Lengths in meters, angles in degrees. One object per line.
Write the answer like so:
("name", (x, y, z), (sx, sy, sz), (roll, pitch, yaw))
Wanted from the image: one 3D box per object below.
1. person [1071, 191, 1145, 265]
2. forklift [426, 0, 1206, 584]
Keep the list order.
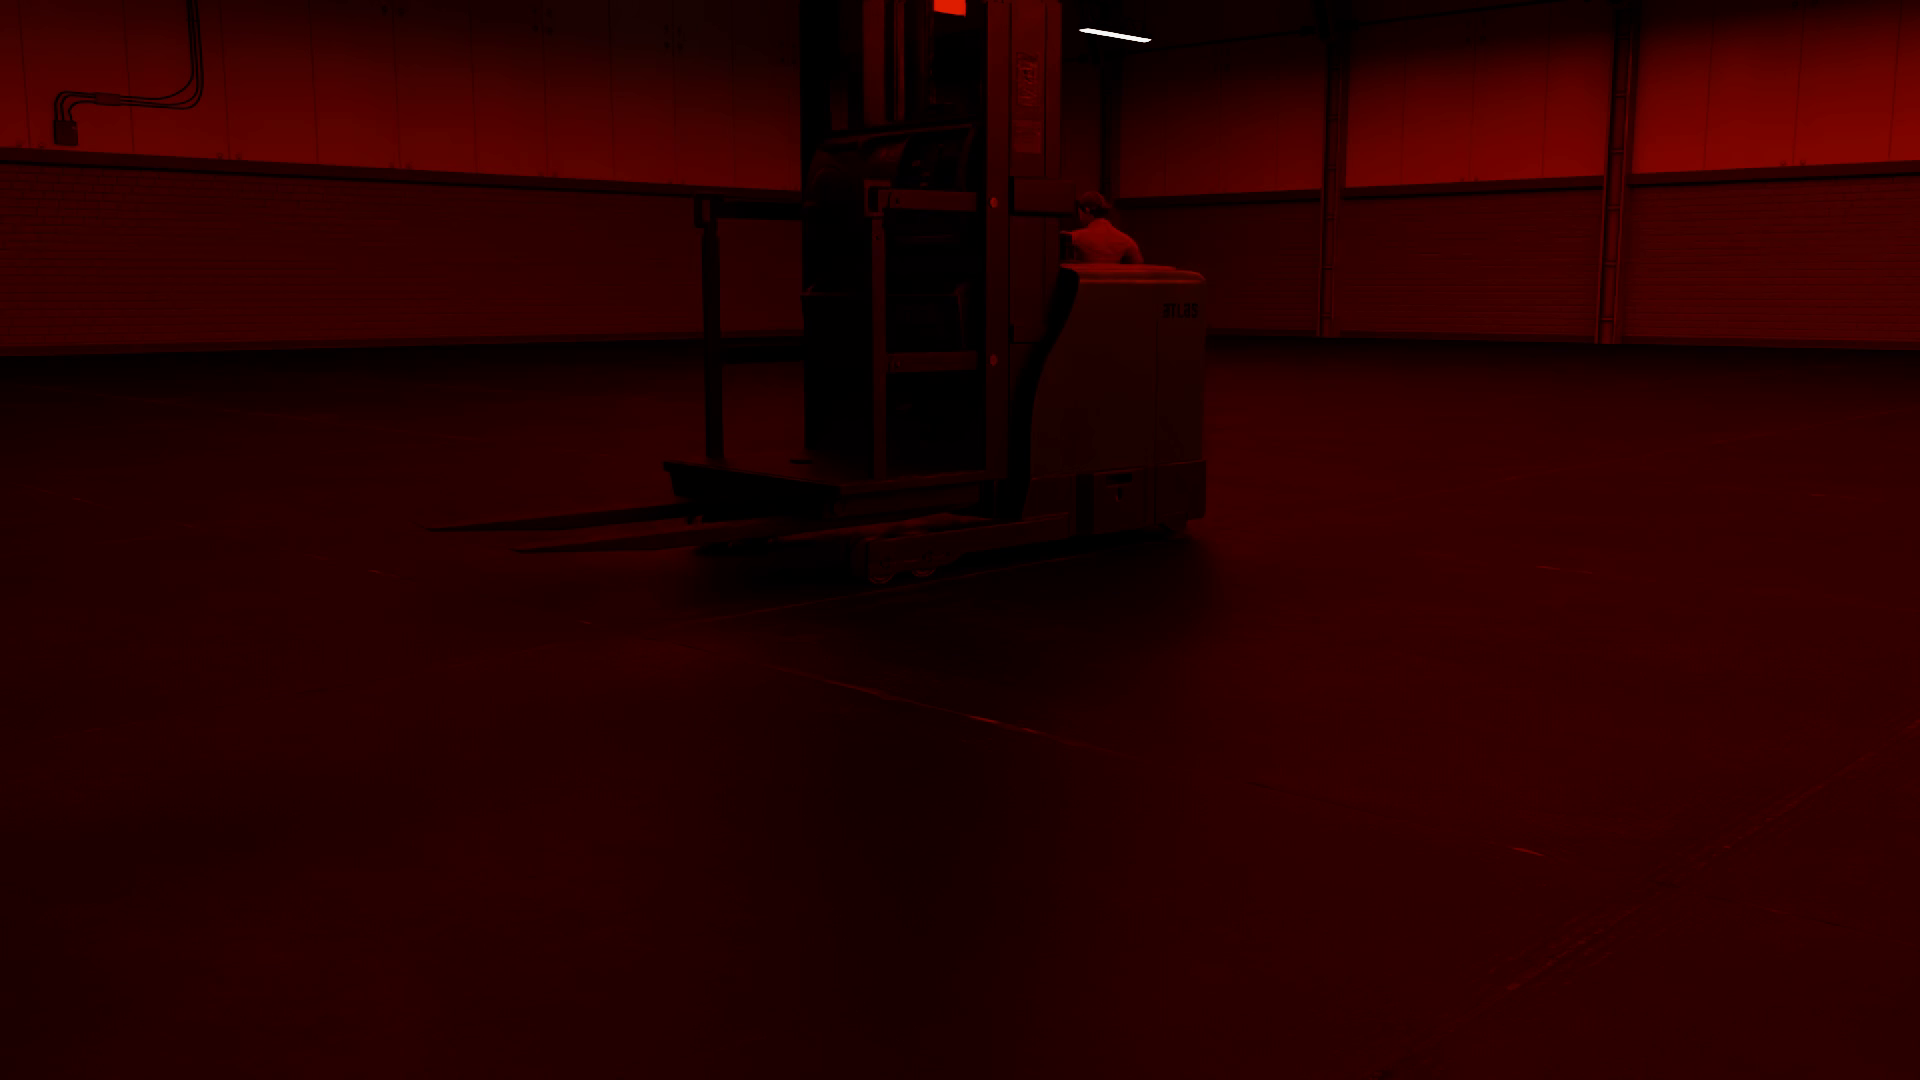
("person", (0.828, -1.403, 10.726), (0.785, 1.660, 0.463), (-1, 9, -9))
("forklift", (-0.419, -1.384, 6.062), (3.031, 2.935, 1.130), (-8, 11, -41))
